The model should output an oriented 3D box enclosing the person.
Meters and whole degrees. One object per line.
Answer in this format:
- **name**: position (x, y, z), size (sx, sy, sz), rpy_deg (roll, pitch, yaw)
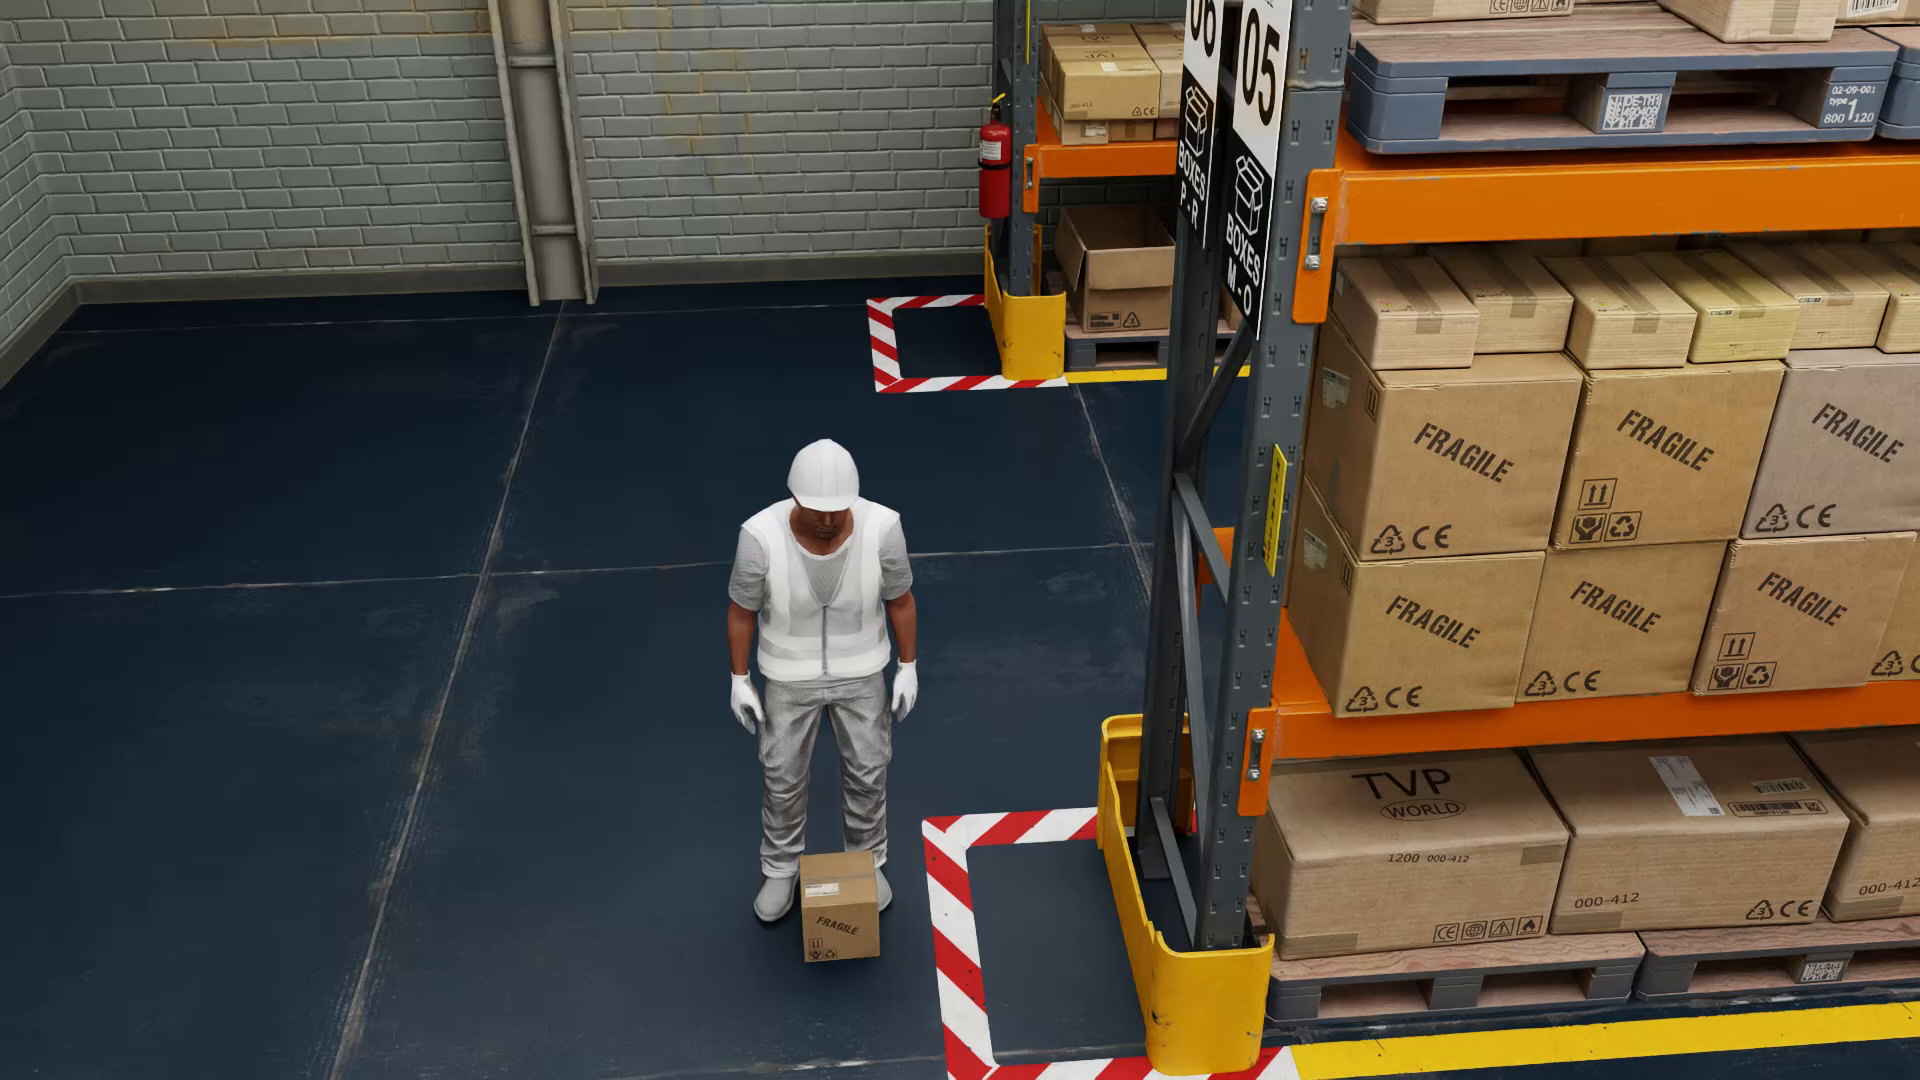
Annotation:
- **person**: position (-0.443, 0.451, 5.365), size (0.618, 1.775, 0.446), rpy_deg (-3, 31, -4)
